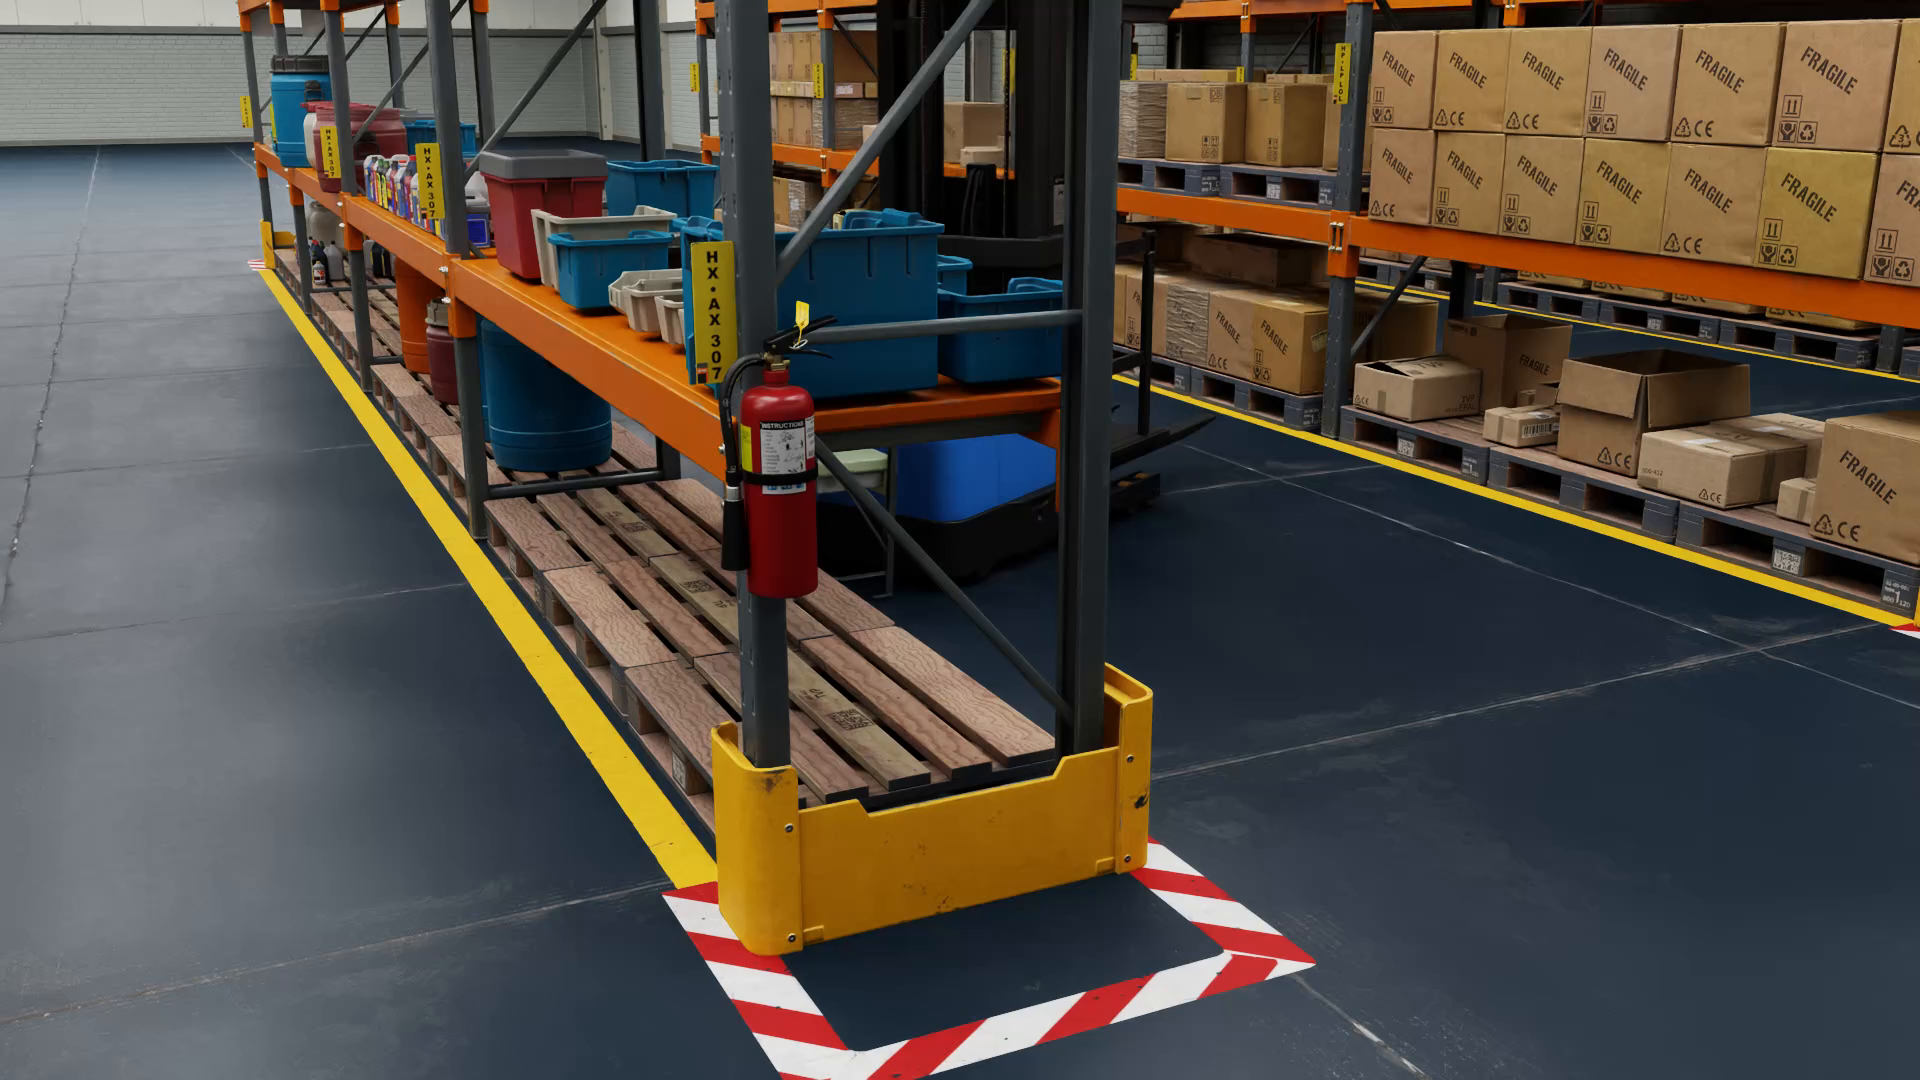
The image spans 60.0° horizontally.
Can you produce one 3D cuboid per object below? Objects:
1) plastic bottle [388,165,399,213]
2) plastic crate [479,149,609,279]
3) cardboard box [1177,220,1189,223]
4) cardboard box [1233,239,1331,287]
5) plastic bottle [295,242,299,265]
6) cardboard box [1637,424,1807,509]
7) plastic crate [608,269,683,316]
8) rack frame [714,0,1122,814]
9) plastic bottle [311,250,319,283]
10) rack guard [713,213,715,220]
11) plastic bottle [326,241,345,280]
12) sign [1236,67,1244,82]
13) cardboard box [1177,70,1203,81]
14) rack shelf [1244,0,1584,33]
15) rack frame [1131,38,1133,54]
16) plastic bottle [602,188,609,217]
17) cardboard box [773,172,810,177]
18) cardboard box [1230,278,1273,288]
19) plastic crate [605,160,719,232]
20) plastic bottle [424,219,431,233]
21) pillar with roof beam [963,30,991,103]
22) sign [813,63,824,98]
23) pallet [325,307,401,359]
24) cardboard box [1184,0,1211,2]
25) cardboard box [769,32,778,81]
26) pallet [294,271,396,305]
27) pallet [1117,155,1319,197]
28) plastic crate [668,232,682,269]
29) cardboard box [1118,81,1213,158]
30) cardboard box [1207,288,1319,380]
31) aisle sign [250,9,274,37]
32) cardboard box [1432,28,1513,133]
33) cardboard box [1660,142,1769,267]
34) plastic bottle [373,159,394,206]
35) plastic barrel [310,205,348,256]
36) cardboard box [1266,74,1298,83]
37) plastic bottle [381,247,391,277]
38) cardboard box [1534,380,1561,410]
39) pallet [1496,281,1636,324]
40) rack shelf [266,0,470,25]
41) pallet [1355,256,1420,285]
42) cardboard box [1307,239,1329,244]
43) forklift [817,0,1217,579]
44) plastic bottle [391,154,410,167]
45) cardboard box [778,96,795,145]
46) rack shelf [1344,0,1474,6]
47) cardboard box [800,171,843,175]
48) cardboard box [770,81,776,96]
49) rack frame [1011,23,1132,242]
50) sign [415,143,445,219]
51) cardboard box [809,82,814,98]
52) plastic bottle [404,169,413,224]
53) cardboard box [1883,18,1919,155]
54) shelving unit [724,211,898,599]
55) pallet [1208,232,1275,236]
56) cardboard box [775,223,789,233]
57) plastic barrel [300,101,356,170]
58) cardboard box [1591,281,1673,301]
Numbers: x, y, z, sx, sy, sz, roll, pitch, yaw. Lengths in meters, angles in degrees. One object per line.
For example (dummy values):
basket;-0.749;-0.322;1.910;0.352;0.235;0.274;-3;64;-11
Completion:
plastic bottle;-3.254;-2.031;9.623;0.097;0.271;0.097;0;16;0
plastic crate;-1.666;-1.316;6.675;0.402;0.464;0.583;-8;18;-25
cardboard box;2.887;-3.930;20.377;0.380;0.149;0.250;-9;18;-29
cardboard box;2.192;-1.874;11.217;0.500;0.250;0.500;-8;18;-25
plastic bottle;-6.491;-2.844;16.351;0.061;0.283;0.133;-7;18;-24
cardboard box;3.527;-0.348;7.714;0.500;0.250;0.500;-8;18;-25
plastic crate;-1.003;-0.810;5.505;0.298;0.136;0.250;-8;18;-25
rack frame;-0.079;-0.517;4.113;1.000;3.000;0.127;-8;18;-25
plastic bottle;-5.843;-2.477;15.073;0.061;0.283;0.133;-7;17;-22
rack guard;-2.645;-3.886;20.386;1.175;0.500;0.348;-8;18;-25
plastic bottle;-5.748;-2.573;15.282;0.144;0.351;0.185;-8;18;-25
sign;3.085;-5.038;18.299;0.100;0.325;0.005;-8;18;-25
cardboard box;2.861;-5.190;19.275;0.500;0.500;0.500;-8;18;-25
rack shelf;4.446;-5.289;16.611;1.077;0.370;4.000;-8;18;-25
rack frame;1.817;-5.681;22.110;1.000;3.000;0.127;-8;18;-25
plastic bottle;-1.712;-1.621;8.052;0.144;0.351;0.185;-8;18;-25
cardboard box;-1.944;-3.790;18.384;0.500;0.500;0.500;-8;18;-25
cardboard box;2.174;-1.521;11.348;0.500;0.500;0.500;-7;18;-24
plastic crate;-1.320;-1.455;7.304;0.392;0.384;0.575;-8;18;-25
plastic bottle;-2.676;-1.723;8.542;0.152;0.276;0.135;-8;18;-25
pillar with roof beam;-3.597;-9.463;24.413;9.100;9.000;0.400;-8;18;-25
sign;-1.380;-4.477;16.199;0.100;0.325;0.005;-8;18;-25
pallet;-4.419;-1.659;13.149;1.003;0.211;1.213;-8;18;-25
cardboard box;2.916;-6.411;18.998;0.500;0.500;0.500;-9;18;-30
cardboard box;-1.741;-5.244;18.053;0.700;0.500;0.500;-8;18;-25
pallet;-5.593;-2.323;15.464;1.003;0.211;1.213;-8;18;-25
pallet;1.727;-2.524;11.456;1.003;0.211;1.213;-8;18;-25
plastic crate;-1.099;-1.160;6.745;0.437;0.125;0.590;-8;18;-25
cardboard box;1.477;-2.956;11.669;0.700;0.500;0.500;-4;17;-14
cardboard box;1.940;-1.327;10.673;0.500;0.500;0.500;-8;18;-25
aisle sign;-7.383;-5.716;17.518;0.394;0.787;0.004;-8;18;-25
cardboard box;2.803;-2.356;8.529;0.500;0.500;0.500;-8;18;-27
cardboard box;3.490;-1.493;7.335;0.500;0.500;0.500;-8;18;-24
plastic bottle;-3.482;-2.180;10.133;0.152;0.276;0.135;-8;18;-25
plastic barrel;-6.512;-3.212;17.254;0.421;0.512;0.421;0;16;0
cardboard box;3.762;-4.819;18.125;0.700;0.500;0.500;-8;18;-25
plastic bottle;-5.343;-2.594;15.478;0.061;0.283;0.133;-8;18;-25
cardboard box;3.456;-0.732;8.941;0.500;0.311;0.500;-8;18;-25
pallet;5.600;-2.153;14.869;1.003;0.211;1.213;-8;18;-25
rack shelf;-4.460;-4.092;12.439;1.077;0.370;4.000;-8;18;-25
pallet;4.451;-2.853;17.311;1.003;0.211;1.213;-8;18;-25
cardboard box;4.179;-3.397;17.883;0.700;0.500;0.500;-8;18;-26
forklift;0.353;-1.598;8.007;1.130;2.935;3.031;10;19;31
plastic bottle;-3.548;-2.313;10.597;0.152;0.276;0.135;-8;18;-25
cardboard box;-1.535;-4.502;17.820;0.700;0.500;0.500;-7;18;-24
rack shelf;1.747;-3.698;11.066;1.077;0.370;4.000;-8;18;-25
cardboard box;-1.462;-3.855;18.610;0.500;0.500;0.500;-8;18;-25
cardboard box;-1.867;-4.872;17.932;0.380;0.149;0.250;-7;17;-23
rack frame;0.871;-3.098;13.108;1.000;3.000;0.127;-8;18;-25
sign;-2.327;-1.576;7.301;0.100;0.325;0.005;-8;18;-25
cardboard box;-1.300;-4.553;16.820;0.380;0.149;0.250;-8;18;-26
plastic bottle;-2.978;-1.869;9.039;0.061;0.283;0.133;-8;18;-25
cardboard box;3.933;-1.720;6.313;0.500;0.500;0.500;-8;18;-25
shelving unit;-0.618;-0.559;6.857;0.431;1.500;0.755;-8;19;-33
pallet;3.244;-3.511;19.604;1.003;0.211;1.213;-8;18;-25
cardboard box;-1.724;-3.306;18.056;0.500;0.250;0.500;-8;18;-25
plastic barrel;-5.114;-3.294;13.544;0.433;0.535;0.433;0;16;0
cardboard box;5.904;-2.450;13.986;0.750;0.750;0.750;-8;18;-25
